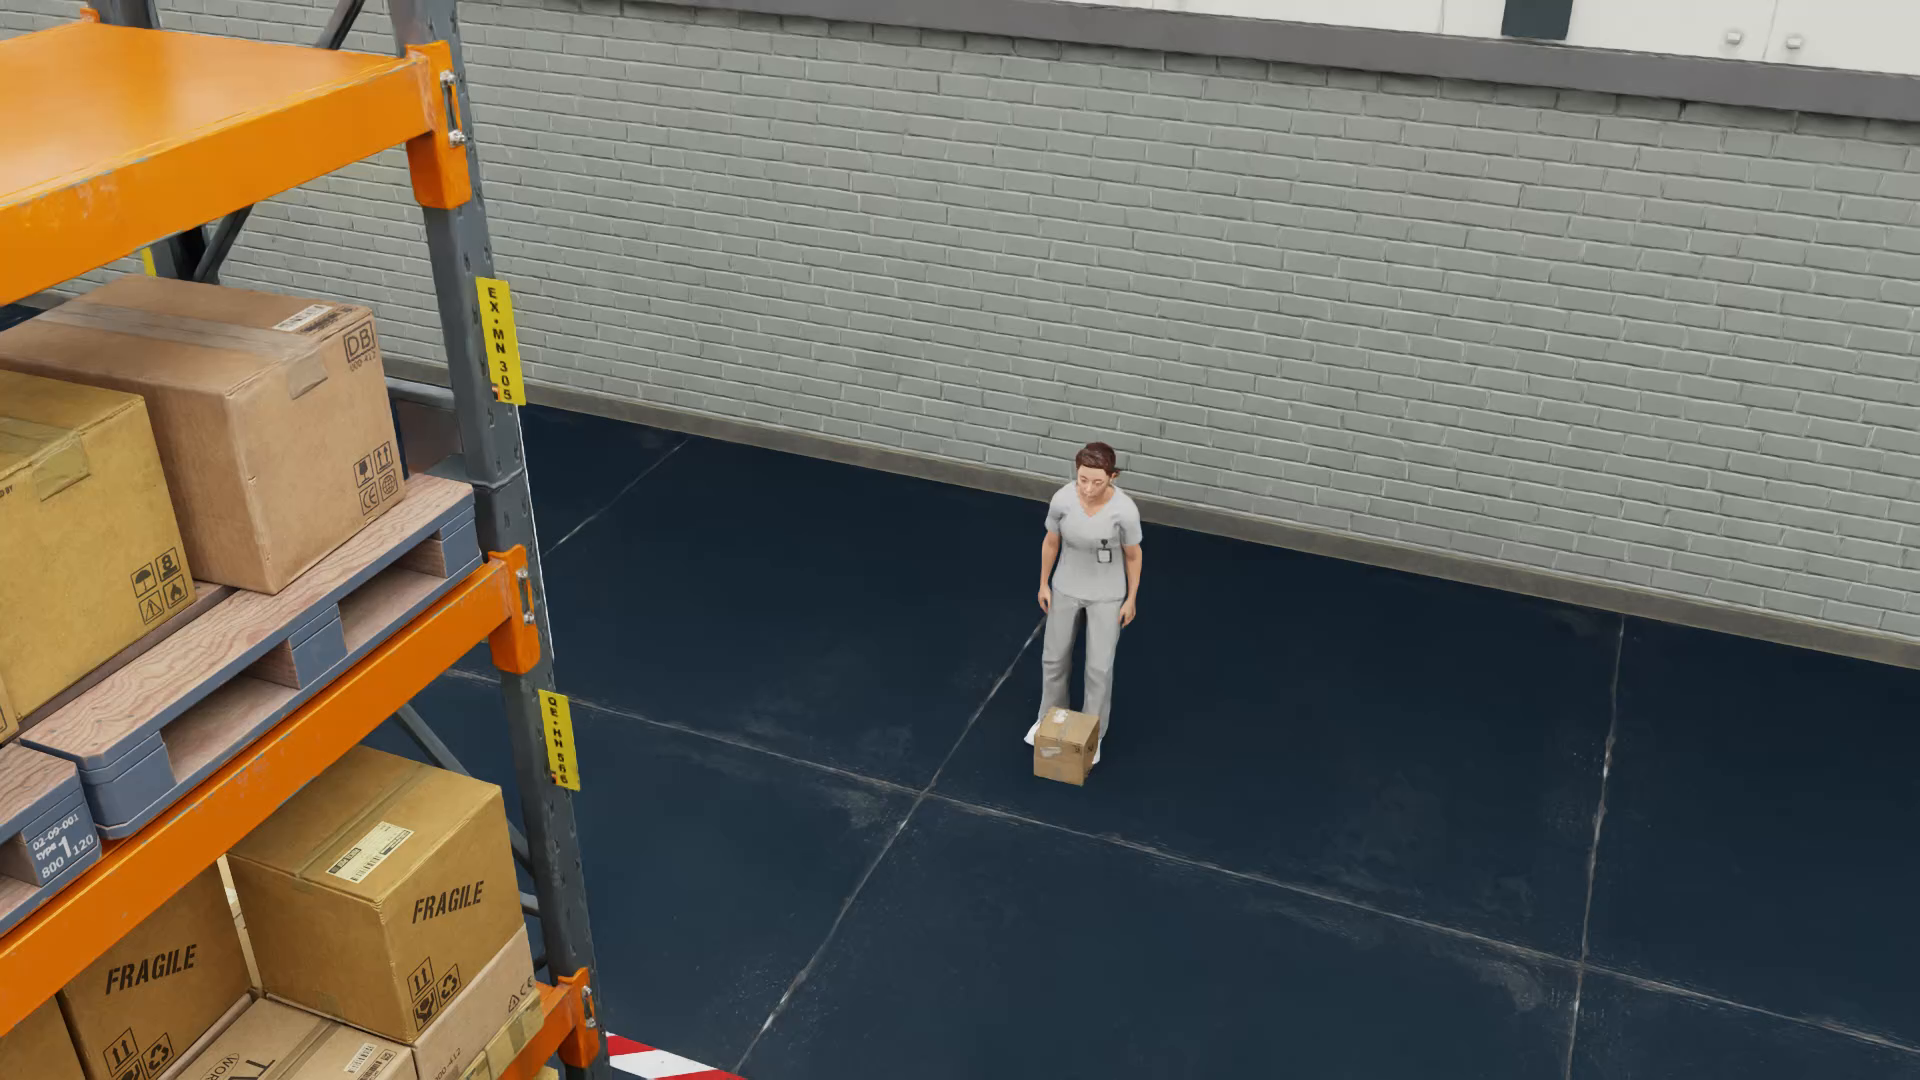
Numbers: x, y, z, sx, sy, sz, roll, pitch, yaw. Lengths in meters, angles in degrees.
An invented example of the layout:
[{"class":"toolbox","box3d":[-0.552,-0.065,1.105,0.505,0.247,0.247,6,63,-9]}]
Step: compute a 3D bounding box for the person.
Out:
[{"class":"person","box3d":[0.593,0.279,7.907,0.502,1.671,0.416,10,31,17]}]
